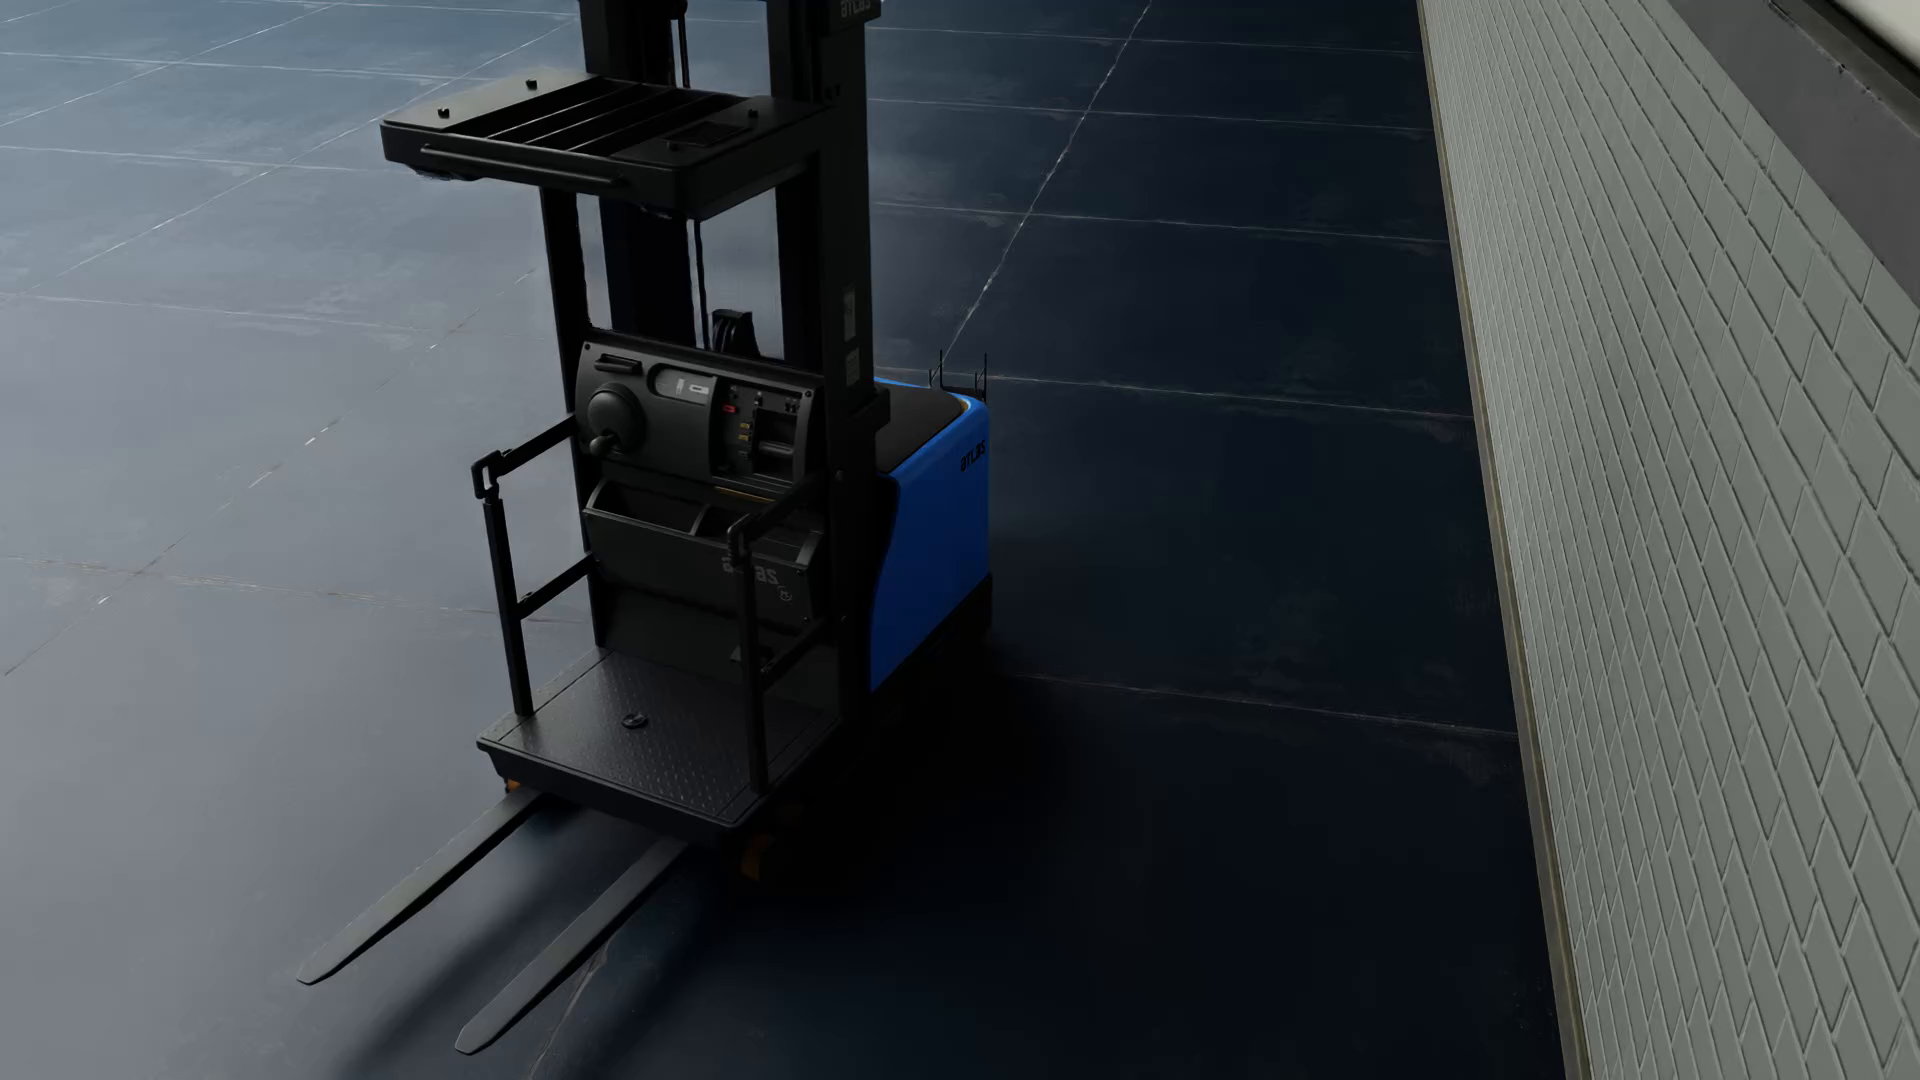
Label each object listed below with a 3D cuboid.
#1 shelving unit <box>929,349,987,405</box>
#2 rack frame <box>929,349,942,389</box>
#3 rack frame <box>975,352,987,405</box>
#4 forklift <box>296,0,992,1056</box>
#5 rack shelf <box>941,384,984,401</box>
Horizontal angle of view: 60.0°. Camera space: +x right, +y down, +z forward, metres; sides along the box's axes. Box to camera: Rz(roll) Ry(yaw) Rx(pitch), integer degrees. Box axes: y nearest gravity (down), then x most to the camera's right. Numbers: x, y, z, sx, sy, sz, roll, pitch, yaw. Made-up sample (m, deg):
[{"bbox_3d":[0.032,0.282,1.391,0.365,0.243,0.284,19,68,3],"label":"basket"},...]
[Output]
[{"bbox_3d":[-0.008,-0.396,7.535,0.210,0.900,0.258,6,29,11],"label":"shelving unit"},{"bbox_3d":[-0.107,-0.406,7.554,0.006,0.900,0.240,6,29,11],"label":"rack frame"},{"bbox_3d":[0.091,-0.385,7.517,0.006,0.900,0.240,6,29,11],"label":"rack frame"},{"bbox_3d":[-0.984,-0.369,5.372,1.130,2.935,3.031,14,32,23],"label":"forklift"},{"bbox_3d":[-0.008,-0.603,7.422,0.200,0.077,0.258,6,29,11],"label":"rack shelf"}]
